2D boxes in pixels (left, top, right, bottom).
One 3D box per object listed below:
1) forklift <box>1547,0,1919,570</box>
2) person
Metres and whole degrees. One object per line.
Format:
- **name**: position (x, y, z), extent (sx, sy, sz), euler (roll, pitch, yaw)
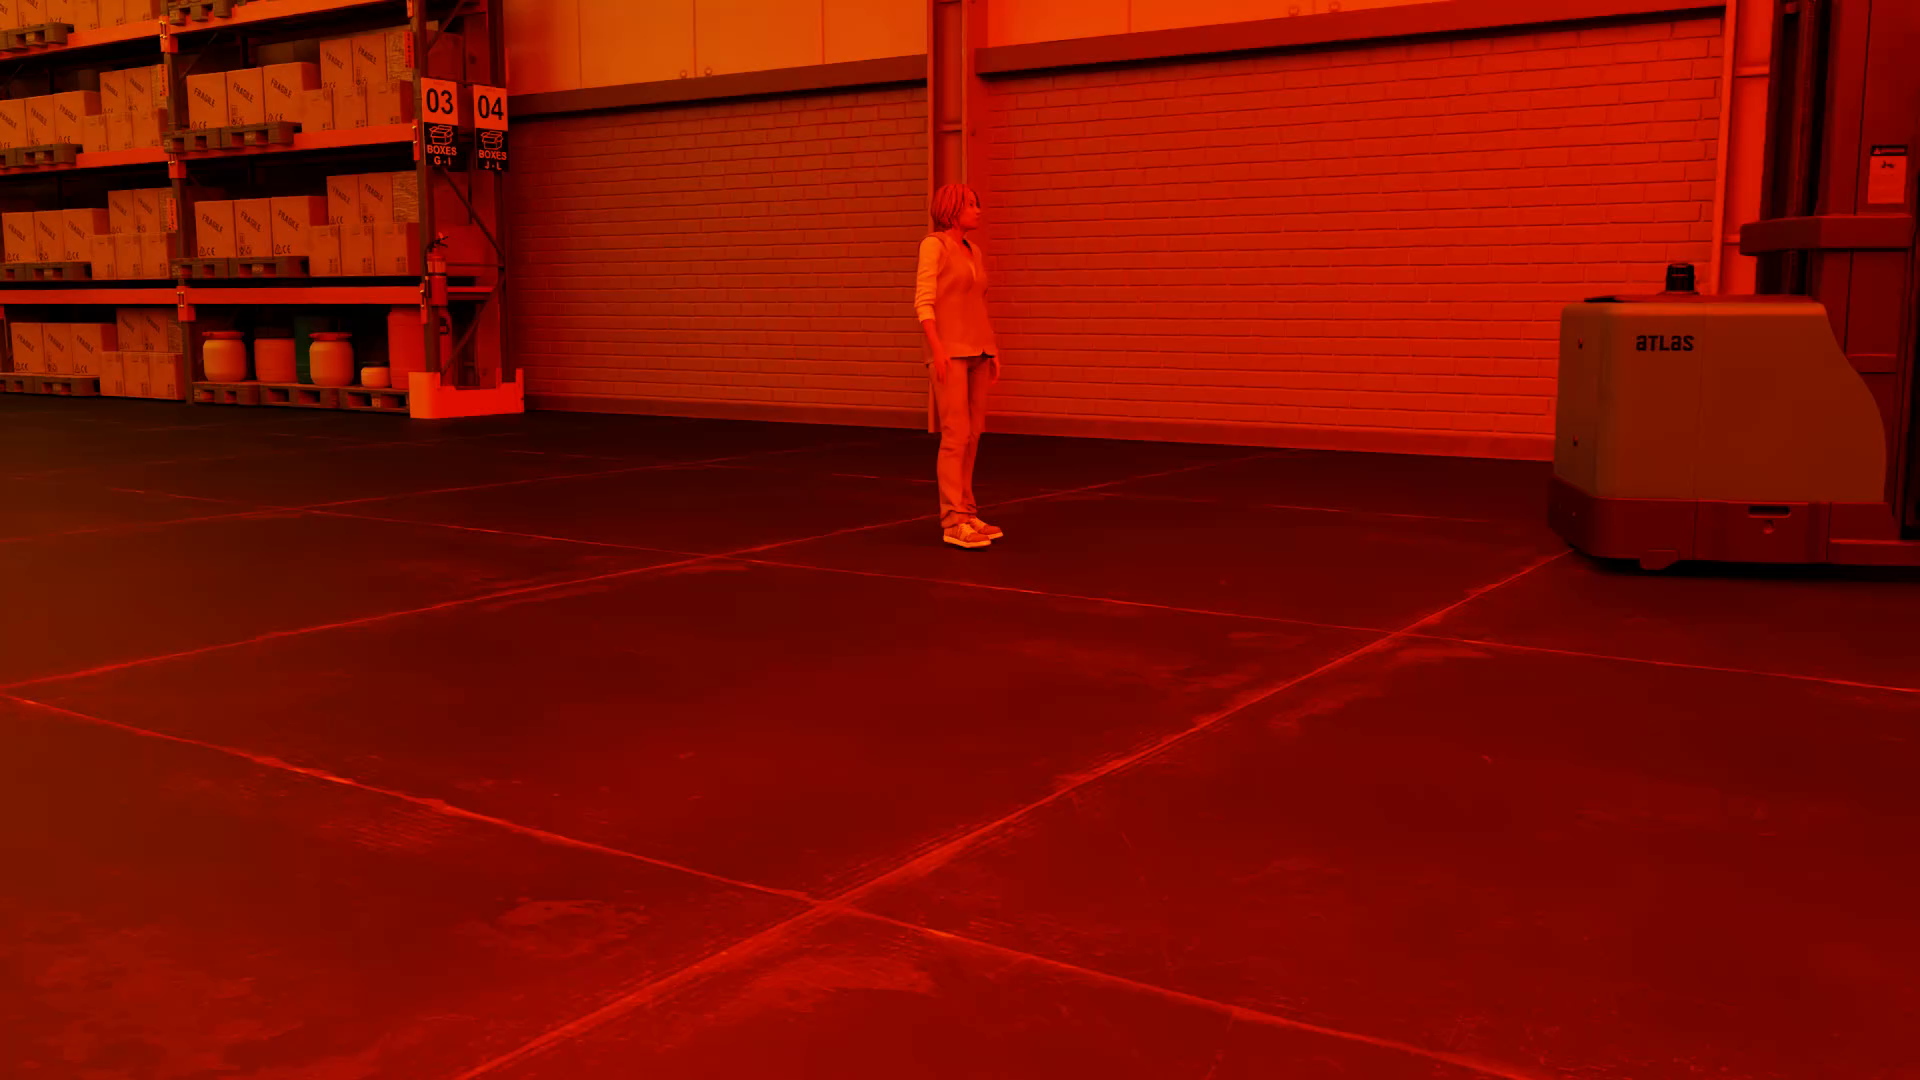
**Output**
- **forklift**: position (4.082, -1.347, 6.663), extent (3.031, 2.935, 1.130), euler (1, 8, 9)
- **person**: position (0.054, -0.791, 7.437), extent (0.473, 1.599, 0.520), euler (5, 10, 34)
